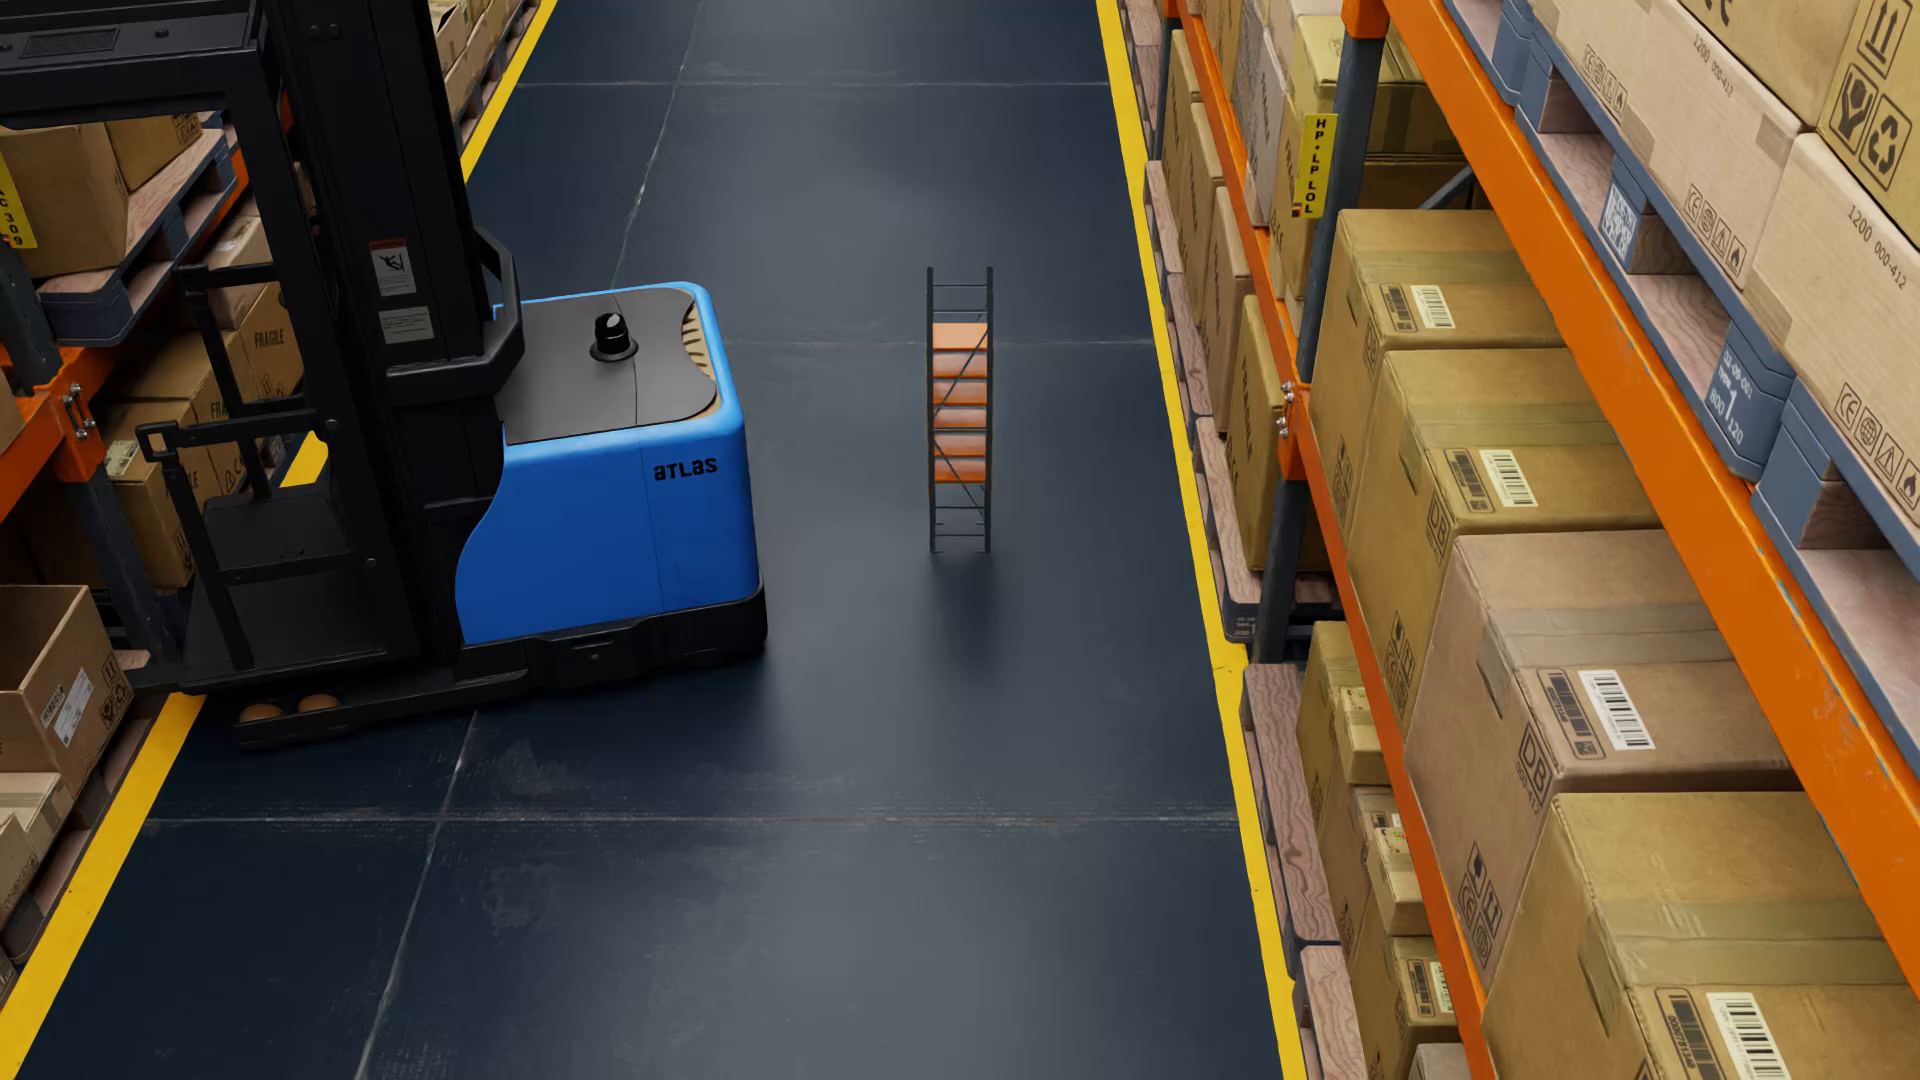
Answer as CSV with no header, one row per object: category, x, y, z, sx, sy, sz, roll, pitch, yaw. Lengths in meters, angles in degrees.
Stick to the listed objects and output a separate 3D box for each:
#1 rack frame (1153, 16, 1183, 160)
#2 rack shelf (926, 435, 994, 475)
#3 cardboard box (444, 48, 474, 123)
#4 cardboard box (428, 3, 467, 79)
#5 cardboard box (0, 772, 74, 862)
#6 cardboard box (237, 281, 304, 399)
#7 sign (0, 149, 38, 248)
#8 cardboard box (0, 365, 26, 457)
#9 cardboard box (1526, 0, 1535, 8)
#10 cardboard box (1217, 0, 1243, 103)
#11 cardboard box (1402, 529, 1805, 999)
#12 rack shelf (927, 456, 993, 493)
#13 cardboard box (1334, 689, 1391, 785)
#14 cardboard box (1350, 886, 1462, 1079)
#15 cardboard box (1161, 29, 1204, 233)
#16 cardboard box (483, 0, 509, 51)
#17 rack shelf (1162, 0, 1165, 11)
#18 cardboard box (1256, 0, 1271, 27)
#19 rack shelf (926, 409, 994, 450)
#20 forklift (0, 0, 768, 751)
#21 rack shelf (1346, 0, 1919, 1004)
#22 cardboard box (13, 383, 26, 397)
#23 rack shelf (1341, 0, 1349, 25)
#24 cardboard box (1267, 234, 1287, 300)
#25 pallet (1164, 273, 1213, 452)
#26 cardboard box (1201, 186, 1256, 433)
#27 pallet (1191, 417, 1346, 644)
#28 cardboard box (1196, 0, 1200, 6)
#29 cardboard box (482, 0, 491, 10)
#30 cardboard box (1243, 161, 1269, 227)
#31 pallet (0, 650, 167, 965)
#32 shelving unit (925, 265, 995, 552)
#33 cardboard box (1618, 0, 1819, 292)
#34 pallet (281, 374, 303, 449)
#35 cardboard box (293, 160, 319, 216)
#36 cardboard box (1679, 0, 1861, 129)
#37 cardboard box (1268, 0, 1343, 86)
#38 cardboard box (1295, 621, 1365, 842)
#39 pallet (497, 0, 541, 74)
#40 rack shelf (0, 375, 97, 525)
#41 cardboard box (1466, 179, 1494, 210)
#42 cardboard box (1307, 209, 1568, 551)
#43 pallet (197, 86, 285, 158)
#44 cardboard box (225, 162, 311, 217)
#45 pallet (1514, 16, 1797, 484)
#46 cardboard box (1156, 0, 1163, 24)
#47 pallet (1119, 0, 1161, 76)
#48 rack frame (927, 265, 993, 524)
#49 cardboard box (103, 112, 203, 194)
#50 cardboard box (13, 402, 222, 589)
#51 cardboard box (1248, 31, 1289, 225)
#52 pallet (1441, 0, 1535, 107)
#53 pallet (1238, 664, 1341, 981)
rack frame,1.573,-3.174,8.312,1.000,3.000,0.127,0,39,0
rack shelf,0.000,-0.349,6.489,0.258,0.103,0.180,0,39,0
cardboard box,-3.087,-2.587,9.442,0.500,0.250,0.500,0,39,0
cardboard box,-3.087,-2.806,9.267,0.500,0.311,0.500,1,39,1
cardboard box,-3.031,0.865,5.200,0.380,0.149,0.250,0,39,0
cardboard box,-3.138,-0.812,7.011,0.500,0.500,0.500,0,39,0
sign,-2.833,-1.010,4.919,0.100,0.325,0.005,0,39,0
cardboard box,-3.119,-0.393,4.762,0.500,0.500,0.500,1,39,1
cardboard box,1.301,-1.236,3.200,0.500,0.250,0.500,-1,39,-1
cardboard box,1.317,-2.069,6.600,0.500,0.500,0.500,1,39,1
cardboard box,1.568,0.461,3.536,0.980,0.700,0.700,-2,39,-2
rack shelf,0.000,-0.255,6.564,0.258,0.103,0.180,0,39,0
cardboard box,1.294,0.568,4.787,0.380,0.149,0.250,1,39,1
cardboard box,1.472,1.242,4.465,0.700,0.500,0.500,1,39,1
cardboard box,1.443,-2.039,8.279,0.750,0.750,0.750,-1,39,-1
cardboard box,-3.096,-3.226,10.240,0.500,0.250,0.500,-1,39,-1
rack shelf,1.571,-4.144,10.098,1.077,0.370,4.000,0,39,0
cardboard box,1.330,-2.059,5.987,0.500,0.250,0.500,1,39,1
rack shelf,0.000,-0.443,6.414,0.258,0.103,0.180,0,39,0
forklift,-2.290,-0.773,5.370,3.031,2.935,1.130,-9,40,-11
rack shelf,1.580,-0.312,2.917,1.077,0.370,4.000,0,39,0
cardboard box,-3.655,-0.480,6.598,0.500,0.500,0.500,0,39,0
rack shelf,1.575,-2.813,6.038,1.077,0.370,4.000,0,39,0
cardboard box,1.270,-0.951,5.723,0.380,0.149,0.250,1,39,1
pallet,1.497,-0.832,7.619,1.003,0.211,1.213,0,39,0
cardboard box,1.443,-0.960,6.932,0.750,0.750,0.750,1,39,1
pallet,1.501,-0.067,6.665,1.003,0.211,1.213,0,39,0
cardboard box,1.309,-2.705,7.393,0.500,0.500,0.500,1,39,1
cardboard box,-3.095,-3.453,10.075,0.500,0.311,0.500,-1,39,-1
cardboard box,1.256,-1.279,6.132,0.380,0.149,0.250,0,39,0
pallet,-3.376,0.851,5.519,1.003,0.211,1.213,0,39,0
shelving unit,0.000,-0.477,6.386,0.258,1.200,0.189,0,39,0
cardboard box,1.309,-0.595,2.399,0.500,0.250,0.500,-1,39,-1
pallet,-3.419,-0.852,7.644,1.003,0.211,1.213,0,39,0
cardboard box,-3.144,-1.456,7.815,0.500,0.500,0.500,-1,39,-2
cardboard box,1.310,-0.875,2.150,0.500,0.500,0.500,-2,39,-2
cardboard box,1.330,-1.740,5.589,0.500,0.250,0.500,1,39,1
cardboard box,1.476,0.607,5.257,0.700,0.500,0.500,0,39,1
pallet,-3.341,-3.356,10.769,1.003,0.211,1.213,0,39,0
rack shelf,-3.374,0.865,3.848,1.077,0.370,4.000,0,39,0
cardboard box,1.829,-1.123,5.419,0.500,0.500,0.500,-1,39,-2
cardboard box,1.562,-0.450,4.673,0.980,0.700,0.700,1,39,1
pallet,-3.374,-1.877,6.847,1.003,0.211,1.213,0,39,0
cardboard box,-3.135,-1.397,7.142,0.500,0.250,0.500,-1,39,-1
pallet,1.567,-0.536,2.692,1.003,0.211,1.213,0,39,0
cardboard box,1.607,-3.453,10.308,0.700,0.500,0.500,0,39,0
pallet,1.575,-3.335,10.743,1.003,0.211,1.213,0,39,0
rack frame,0.000,-0.534,6.457,0.240,1.200,0.006,0,39,0
cardboard box,-3.217,-1.596,5.927,0.700,0.500,0.500,6,39,7
cardboard box,-3.133,-0.166,6.205,0.500,0.500,0.500,-2,39,-2
cardboard box,1.315,-1.443,5.818,0.500,0.500,0.500,0,39,0
pallet,1.568,-1.297,3.642,1.003,0.211,1.213,0,39,0
pallet,1.500,0.891,5.469,1.003,0.211,1.213,0,39,0
